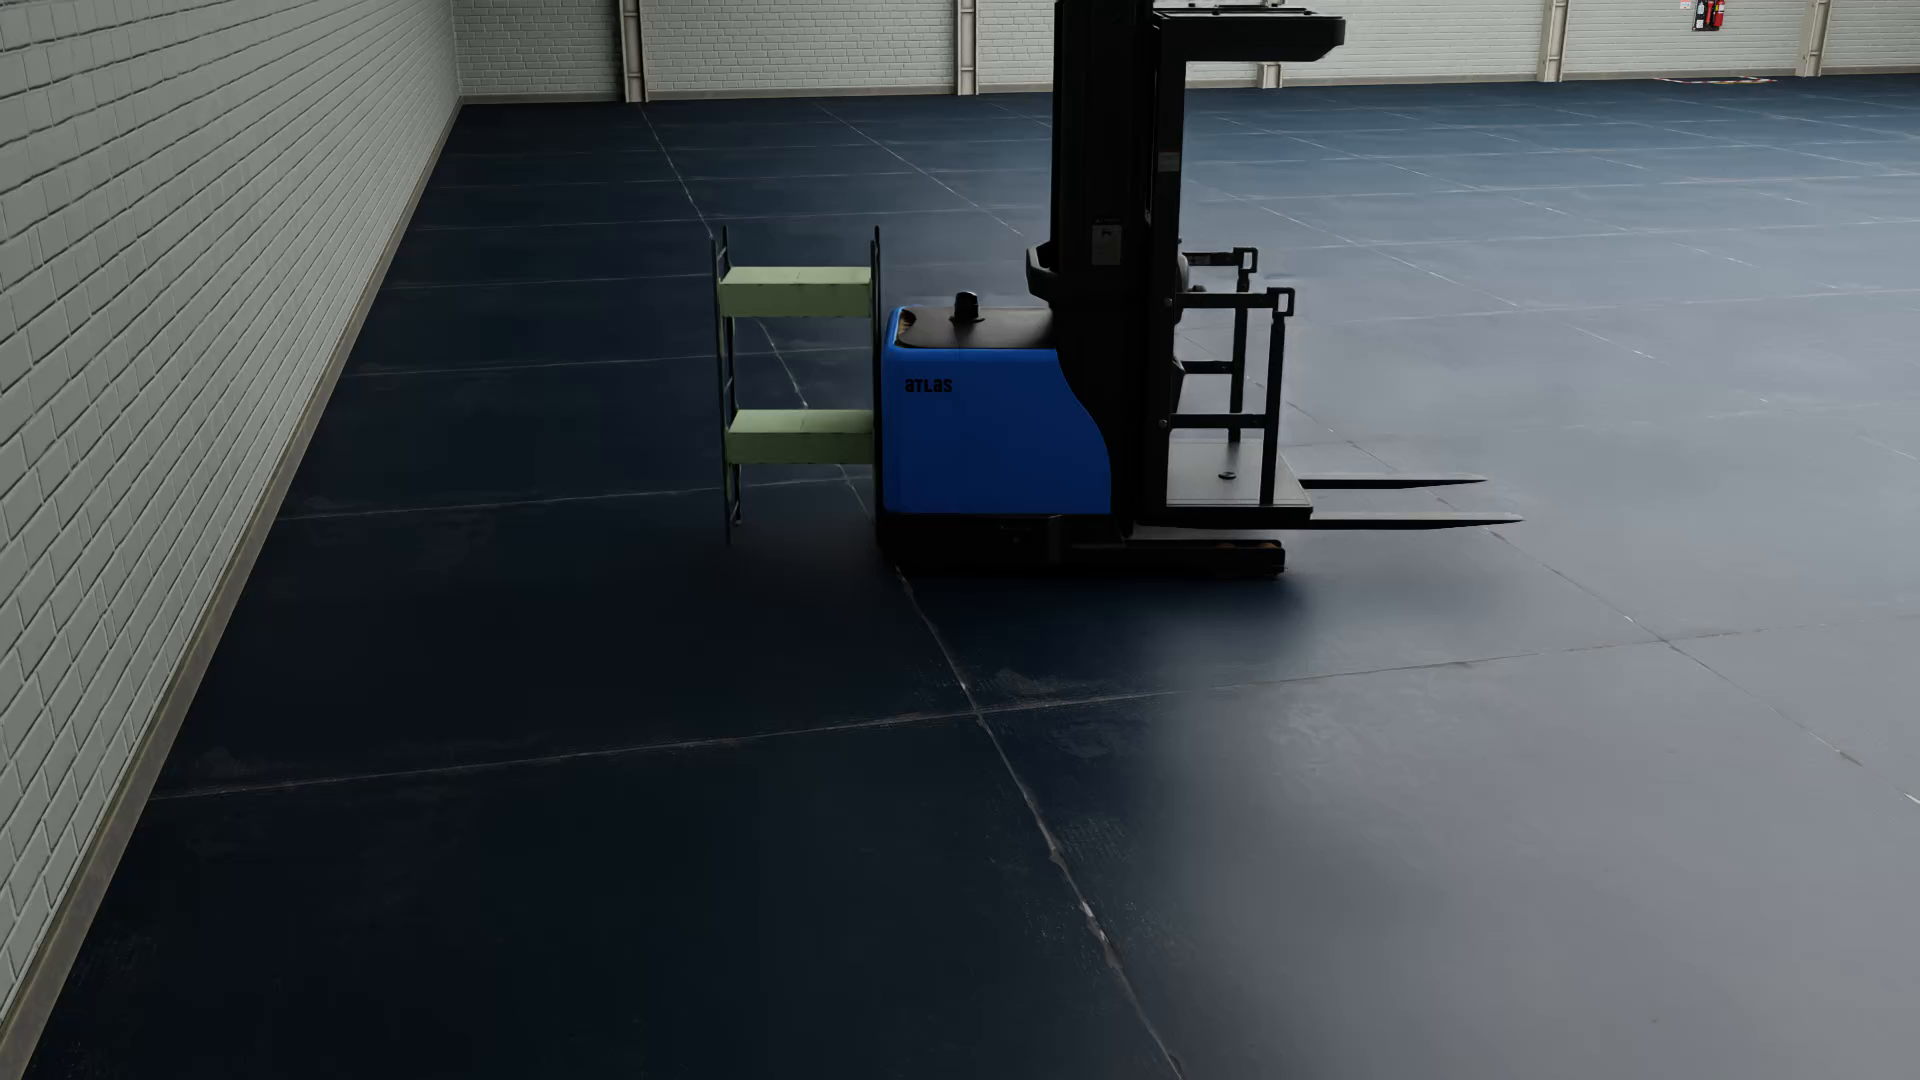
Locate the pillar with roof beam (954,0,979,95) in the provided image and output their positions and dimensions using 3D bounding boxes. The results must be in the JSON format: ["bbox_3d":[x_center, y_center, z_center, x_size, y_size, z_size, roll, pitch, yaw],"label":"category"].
[{"bbox_3d":[1.107,-11.023,25.241,0.400,9.000,9.100,-5,21,-12],"label":"pillar with roof beam"}]

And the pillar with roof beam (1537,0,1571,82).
[{"bbox_3d":[12.784,-11.973,27.834,0.400,9.000,9.100,-5,21,-12],"label":"pillar with roof beam"}]

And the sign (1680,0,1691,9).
[{"bbox_3d":[14.657,-10.897,33.566,0.234,0.329,0.001,-5,21,-12],"label":"sign"}]

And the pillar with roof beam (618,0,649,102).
[{"bbox_3d":[-4.732,-10.548,23.945,0.400,9.000,9.100,-5,21,-12],"label":"pillar with roof beam"}]

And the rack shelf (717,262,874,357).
[{"bbox_3d":[-0.764,-1.105,7.935,0.720,0.370,0.431,0,20,0],"label":"rack shelf"}]

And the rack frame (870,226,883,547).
[{"bbox_3d":[-0.398,-0.738,8.068,0.023,1.500,0.400,0,20,0],"label":"rack frame"}]

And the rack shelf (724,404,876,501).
[{"bbox_3d":[-0.764,-0.433,8.181,0.720,0.370,0.431,0,20,0],"label":"rack shelf"}]

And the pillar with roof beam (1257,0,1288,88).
[{"bbox_3d":[6.945,-11.498,26.538,0.400,9.000,9.100,-5,21,-12],"label":"pillar with roof beam"}]

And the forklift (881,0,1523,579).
[{"bbox_3d":[1.147,-1.379,7.735,3.031,2.935,1.130,0,20,0],"label":"forklift"}]

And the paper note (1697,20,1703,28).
[{"bbox_3d":[15.031,-10.485,33.774,0.142,0.148,0.016,-5,21,-12],"label":"paper note"}]

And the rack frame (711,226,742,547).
[{"bbox_3d":[-1.130,-0.740,8.070,0.023,1.500,0.400,0,20,0],"label":"rack frame"}]

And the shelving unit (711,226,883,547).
[{"bbox_3d":[-0.764,-0.739,8.069,0.755,1.500,0.431,0,20,0],"label":"shelving unit"}]

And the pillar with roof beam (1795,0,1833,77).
[{"bbox_3d":[18.623,-12.448,29.131,0.400,9.000,9.100,-5,21,-12],"label":"pillar with roof beam"}]

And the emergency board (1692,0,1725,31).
[{"bbox_3d":[15.219,-10.889,33.597,0.643,1.169,0.194,-5,21,-12],"label":"emergency board"}]
